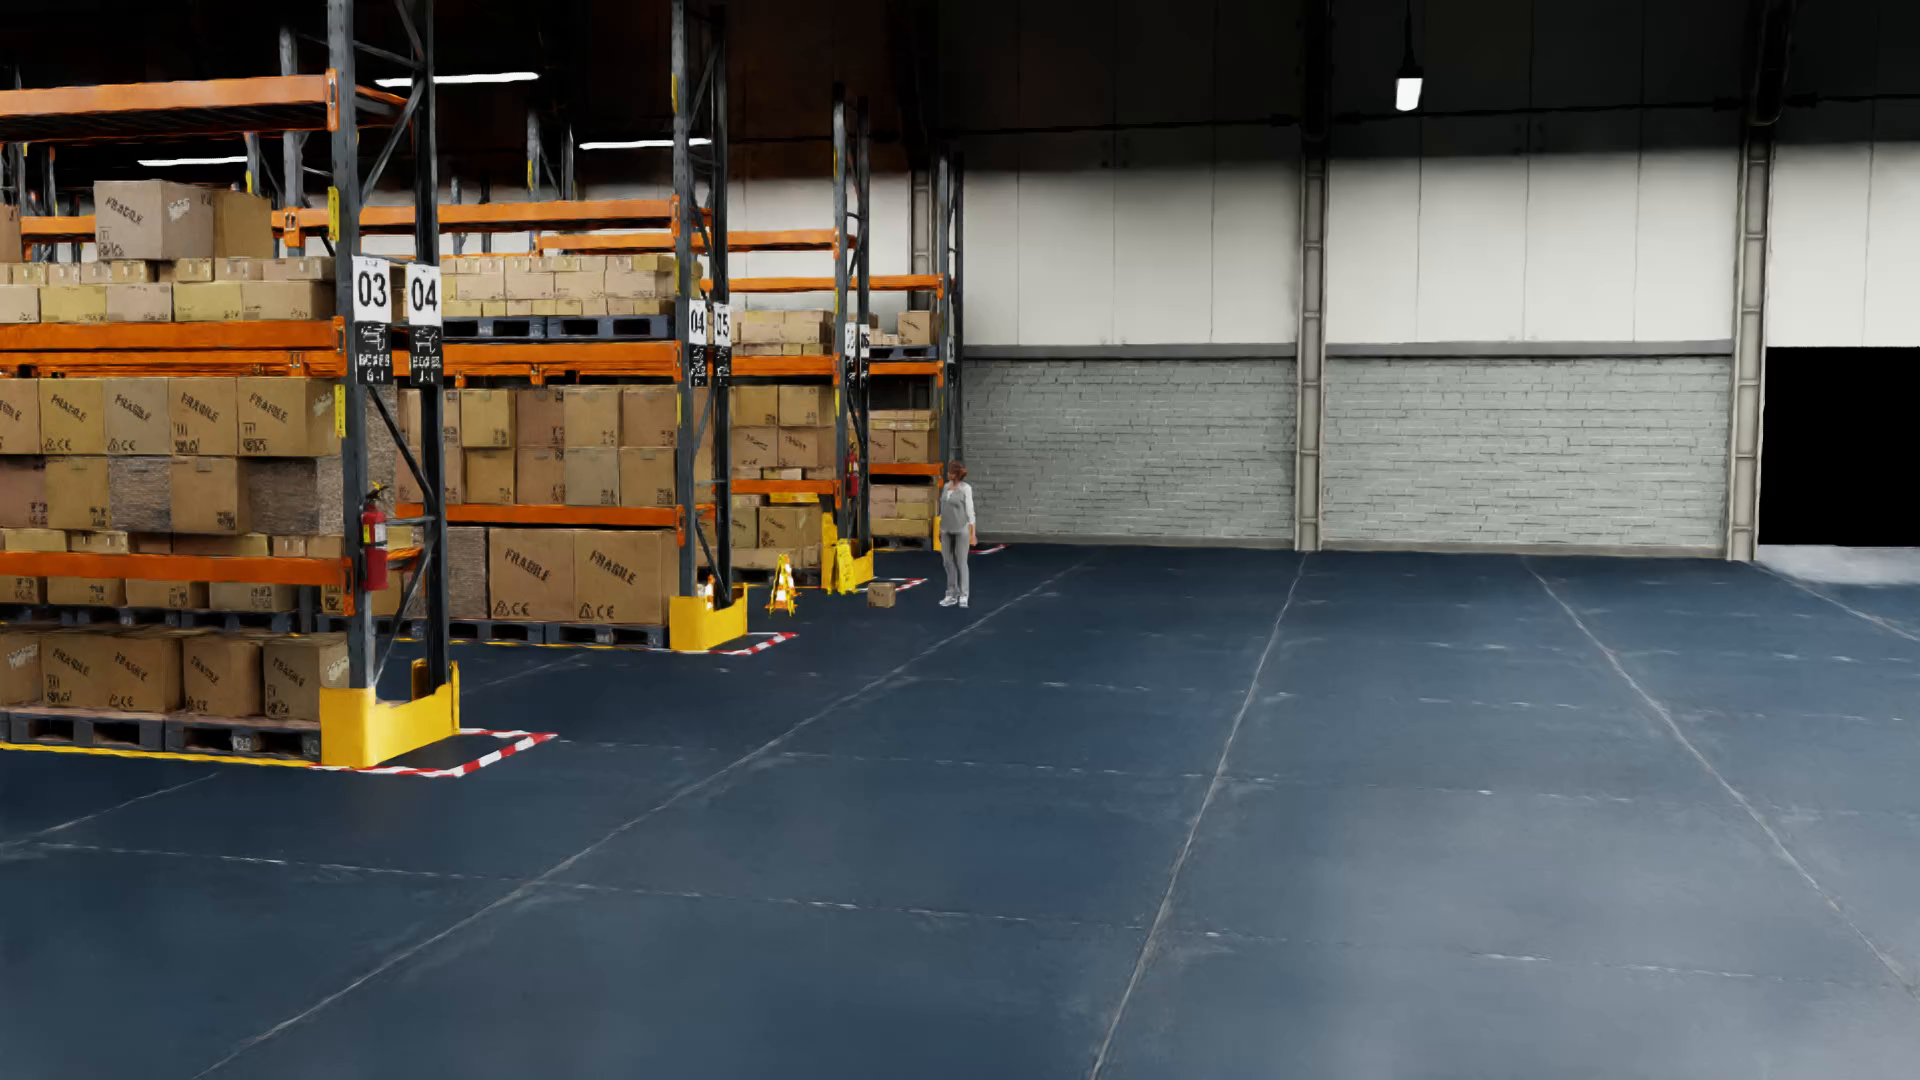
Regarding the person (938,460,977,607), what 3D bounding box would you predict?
[{"bbox_3d":[-0.023,-0.073,18.215,0.513,1.602,0.345,4,6,36],"label":"person"}]
